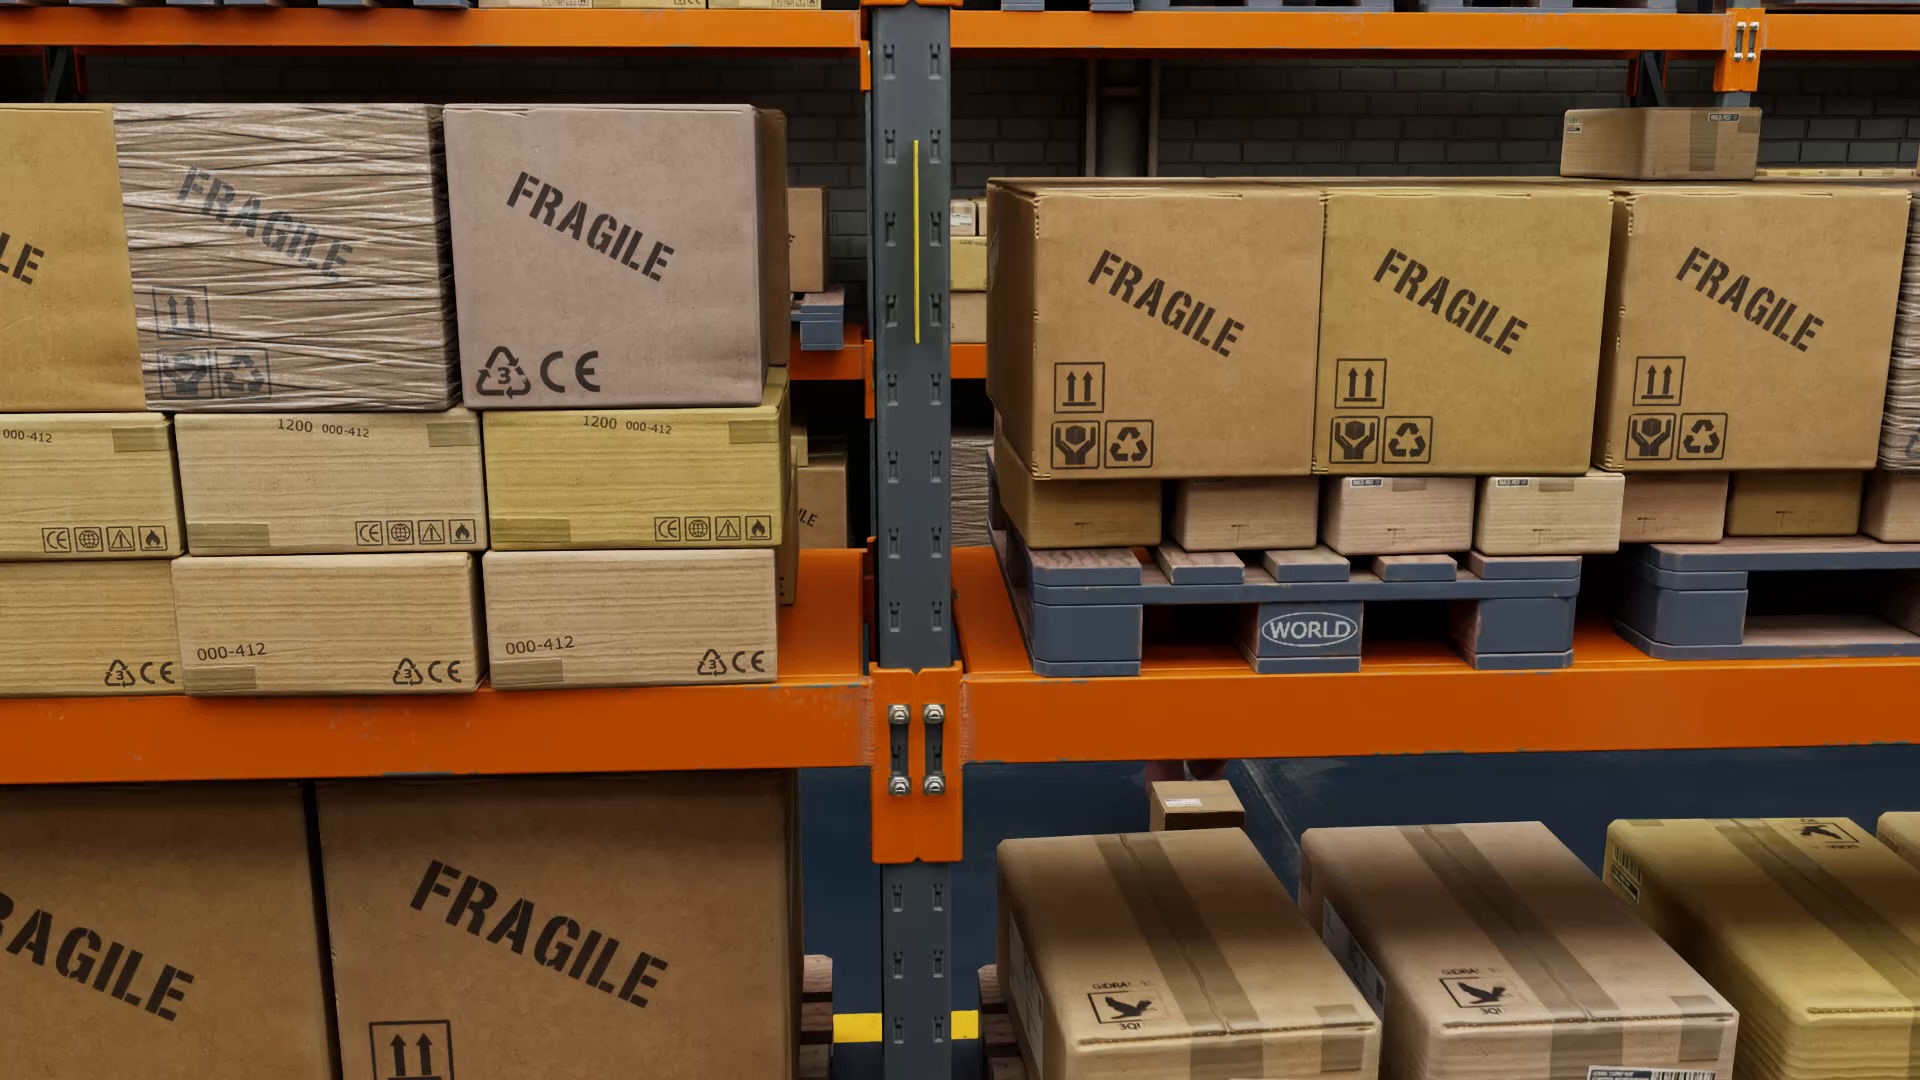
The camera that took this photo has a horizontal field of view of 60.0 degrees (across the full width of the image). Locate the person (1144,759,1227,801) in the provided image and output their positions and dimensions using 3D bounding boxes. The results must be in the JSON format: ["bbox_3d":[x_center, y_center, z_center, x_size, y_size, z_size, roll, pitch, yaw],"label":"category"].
[{"bbox_3d":[0.733,0.152,5.491,0.555,1.695,0.484,-3,14,-12],"label":"person"}]
